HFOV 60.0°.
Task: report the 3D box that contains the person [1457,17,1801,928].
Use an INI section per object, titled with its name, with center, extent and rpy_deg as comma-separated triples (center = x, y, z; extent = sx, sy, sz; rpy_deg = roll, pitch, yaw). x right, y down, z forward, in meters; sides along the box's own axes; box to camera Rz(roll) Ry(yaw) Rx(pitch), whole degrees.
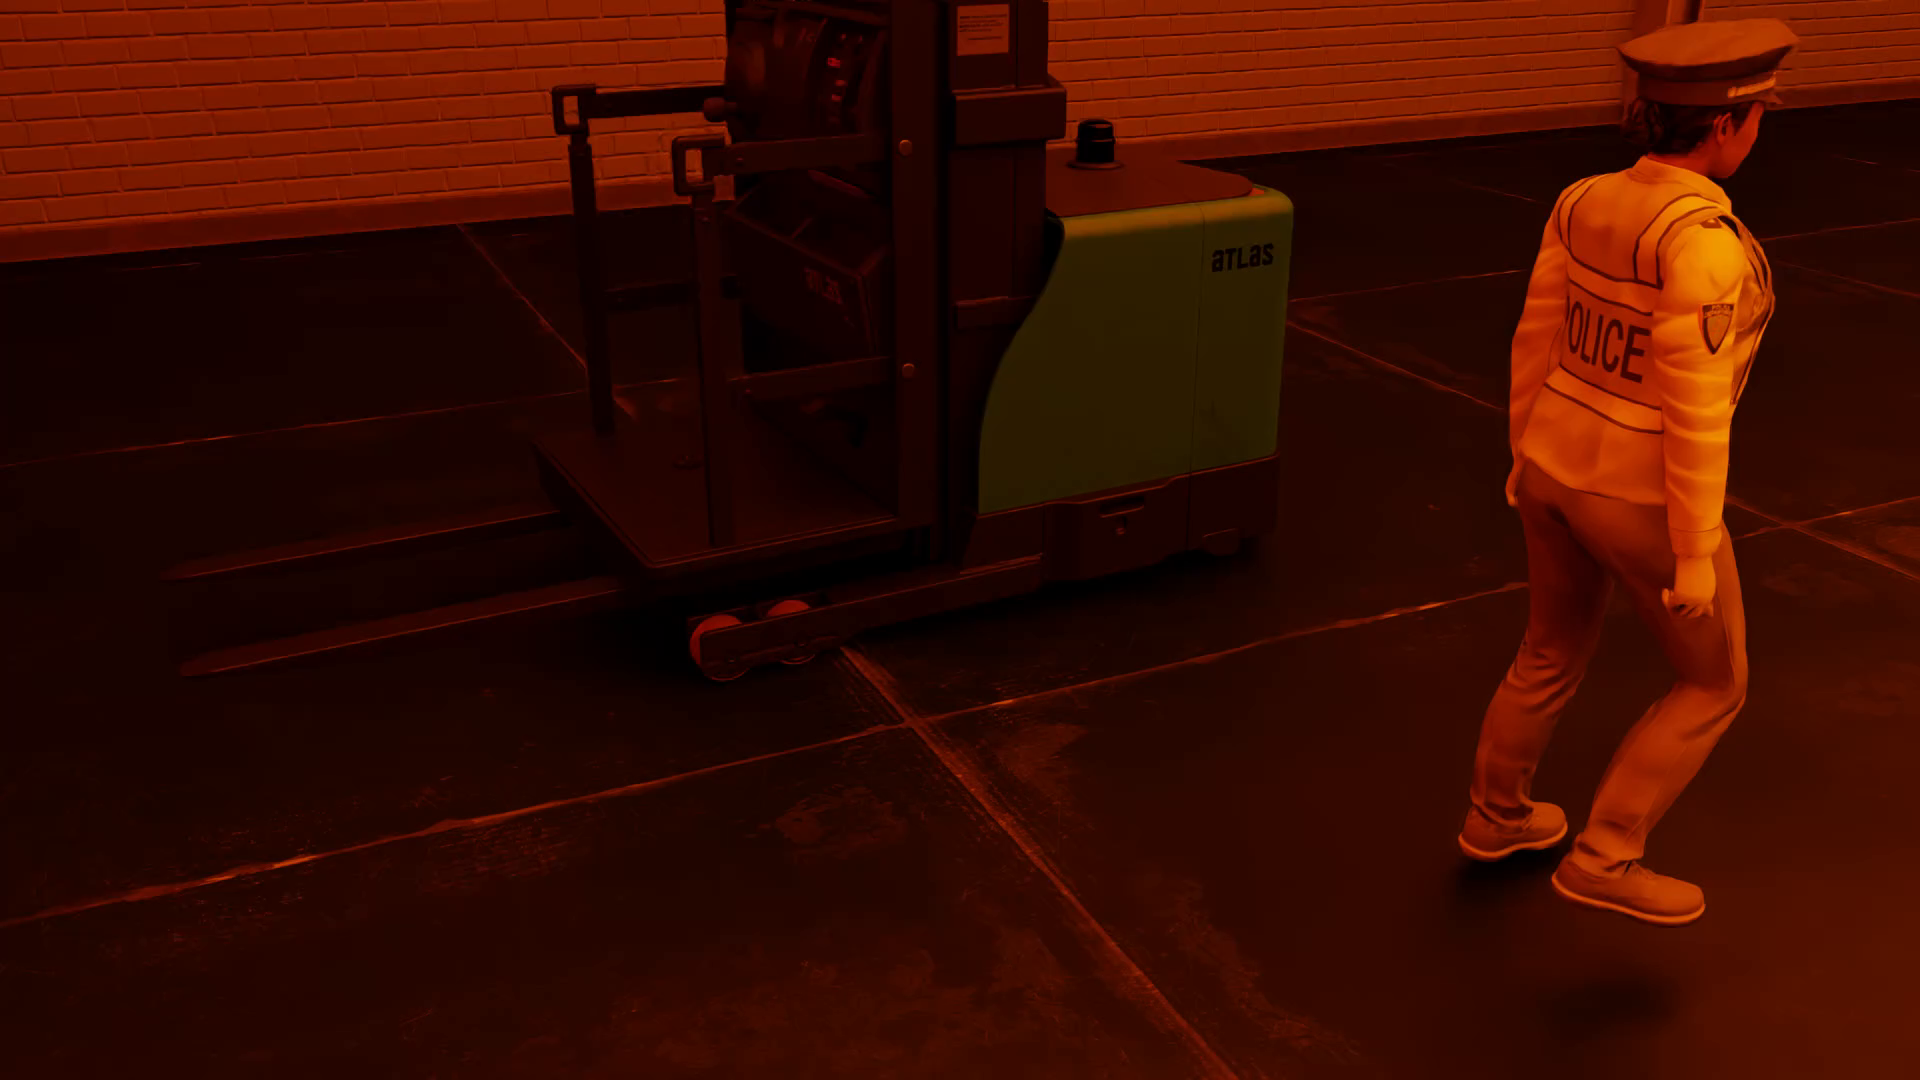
[person]
center = 1.227, -0.069, 3.004
extent = 0.391, 1.676, 0.538
rpy_deg = -6, 23, -14

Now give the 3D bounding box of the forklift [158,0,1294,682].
[forklift]
center = -0.592, -1.224, 4.233
extent = 3.031, 2.935, 1.130
rpy_deg = -12, 25, -26
